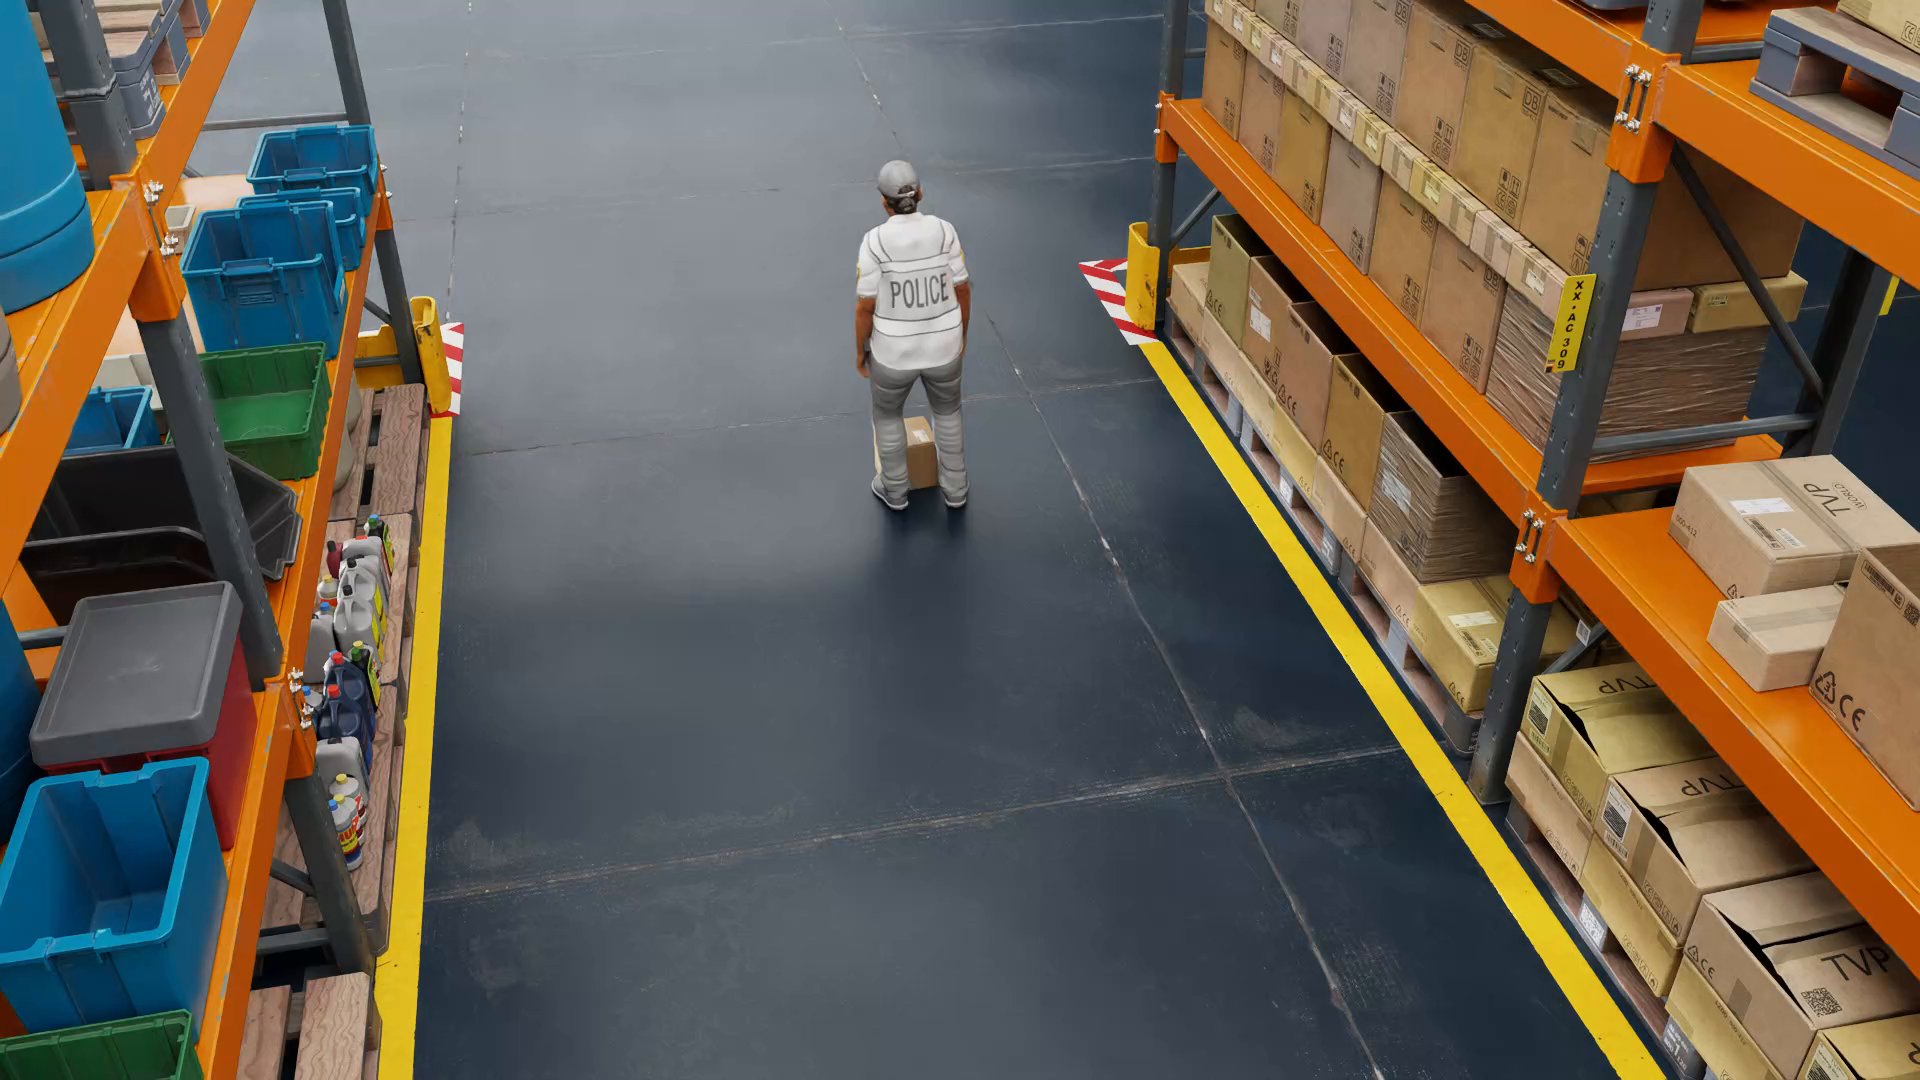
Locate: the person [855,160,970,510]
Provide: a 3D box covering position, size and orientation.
[{"bbox_3d":[-0.204,-0.873,7.406,0.555,1.665,0.467,-10,36,-14],"label":"person"}]
